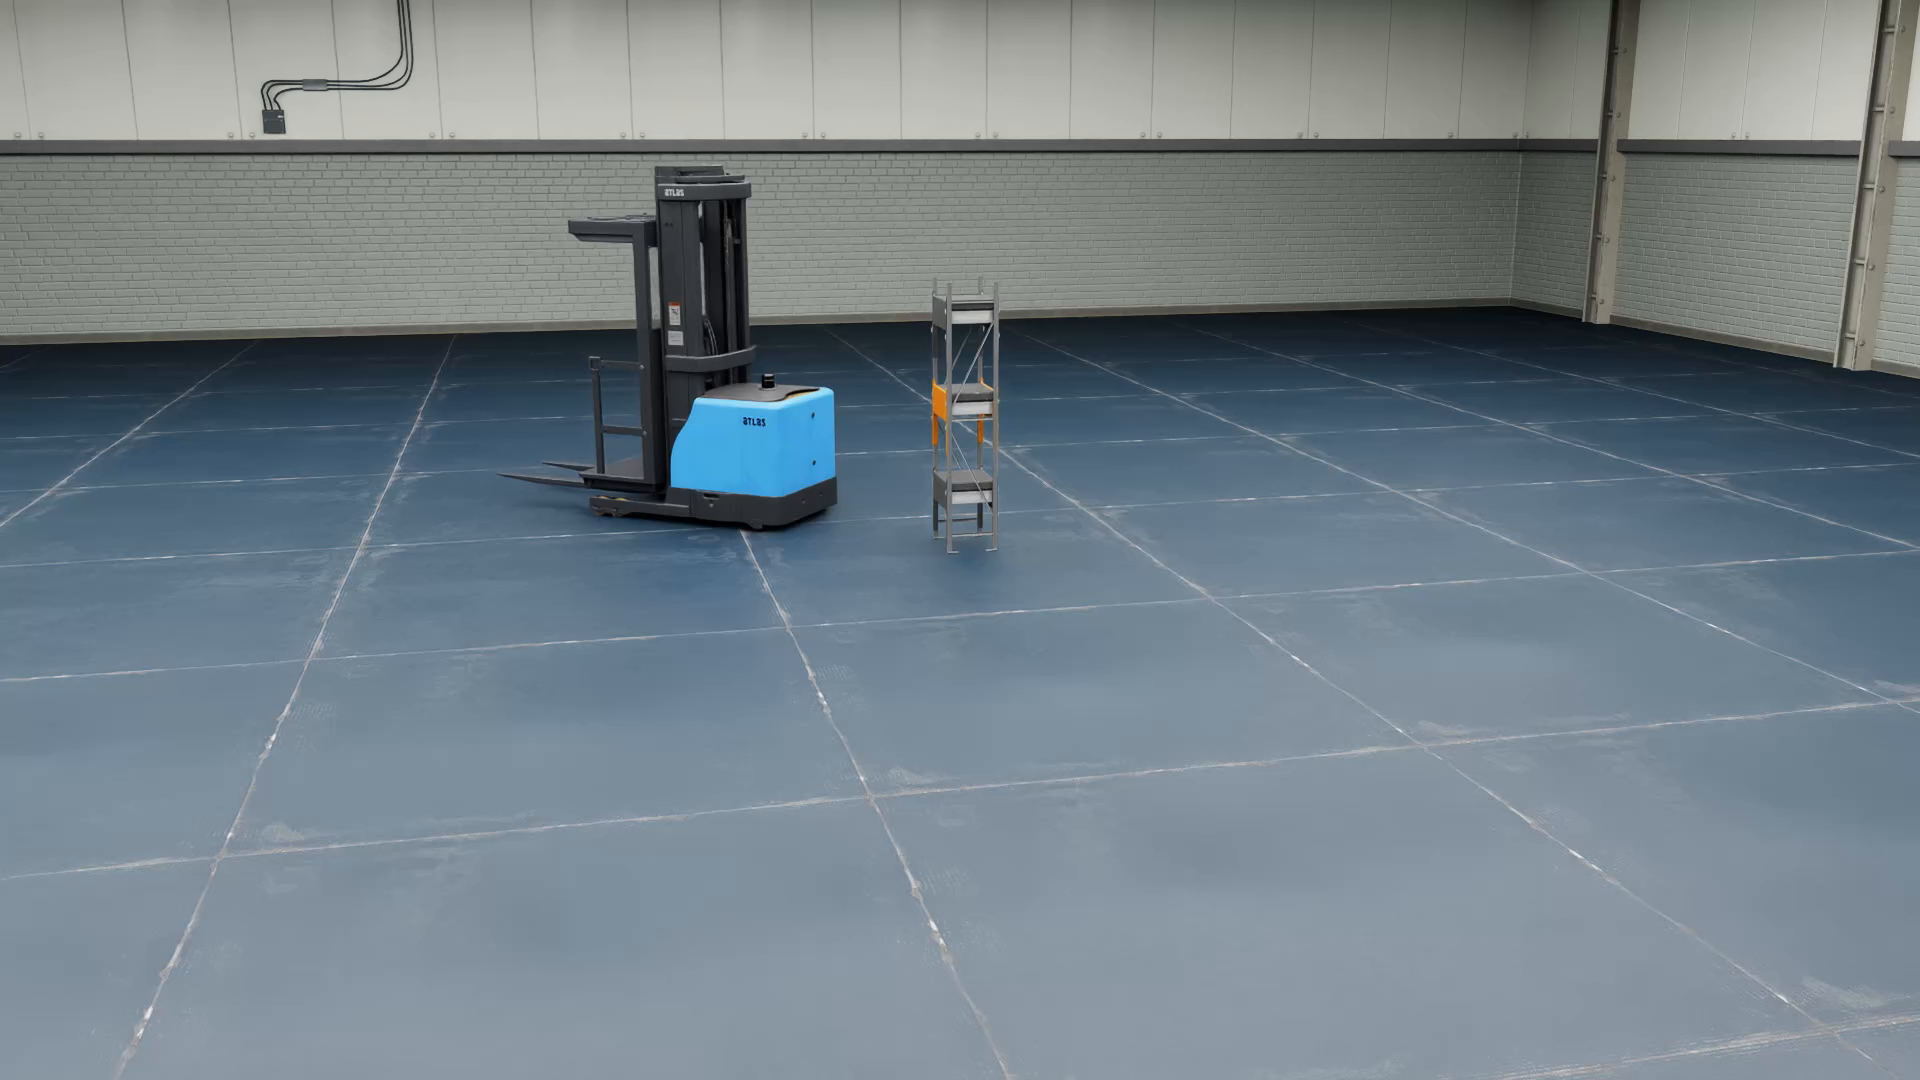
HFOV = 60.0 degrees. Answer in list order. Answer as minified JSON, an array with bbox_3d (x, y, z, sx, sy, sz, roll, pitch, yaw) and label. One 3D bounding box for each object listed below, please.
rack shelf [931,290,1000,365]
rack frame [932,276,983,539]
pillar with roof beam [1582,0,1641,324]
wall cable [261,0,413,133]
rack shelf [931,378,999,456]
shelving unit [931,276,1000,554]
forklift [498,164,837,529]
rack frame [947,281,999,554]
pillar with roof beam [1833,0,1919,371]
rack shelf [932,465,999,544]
[{"bbox_3d":[0.039,-1.649,12.859,0.431,0.518,0.480,-3,14,-13],"label":"rack shelf"},{"bbox_3d":[-0.018,-1.038,13.252,0.400,2.100,0.015,-3,14,-13],"label":"rack frame"},{"bbox_3d":[6.881,-7.914,26.860,9.100,9.000,0.400,-3,14,-13],"label":"pillar with roof beam"},{"bbox_3d":[-9.729,-9.329,25.486,2.305,6.003,0.169,-3,14,-13],"label":"wall cable"},{"bbox_3d":[0.039,-0.969,13.025,0.431,0.518,0.480,-3,14,-13],"label":"rack shelf"},{"bbox_3d":[0.039,-0.982,13.022,0.431,2.100,0.503,-3,14,-13],"label":"shelving unit"},{"bbox_3d":[-2.628,-1.723,14.303,3.031,2.935,1.130,6,15,23],"label":"forklift"},{"bbox_3d":[0.096,-0.926,12.791,0.400,2.100,0.015,-3,14,-13],"label":"rack frame"},{"bbox_3d":[8.290,-6.530,21.195,9.100,9.000,0.400,-3,14,-13],"label":"pillar with roof beam"},{"bbox_3d":[0.039,-0.289,13.191,0.431,0.518,0.480,-3,14,-13],"label":"rack shelf"}]
